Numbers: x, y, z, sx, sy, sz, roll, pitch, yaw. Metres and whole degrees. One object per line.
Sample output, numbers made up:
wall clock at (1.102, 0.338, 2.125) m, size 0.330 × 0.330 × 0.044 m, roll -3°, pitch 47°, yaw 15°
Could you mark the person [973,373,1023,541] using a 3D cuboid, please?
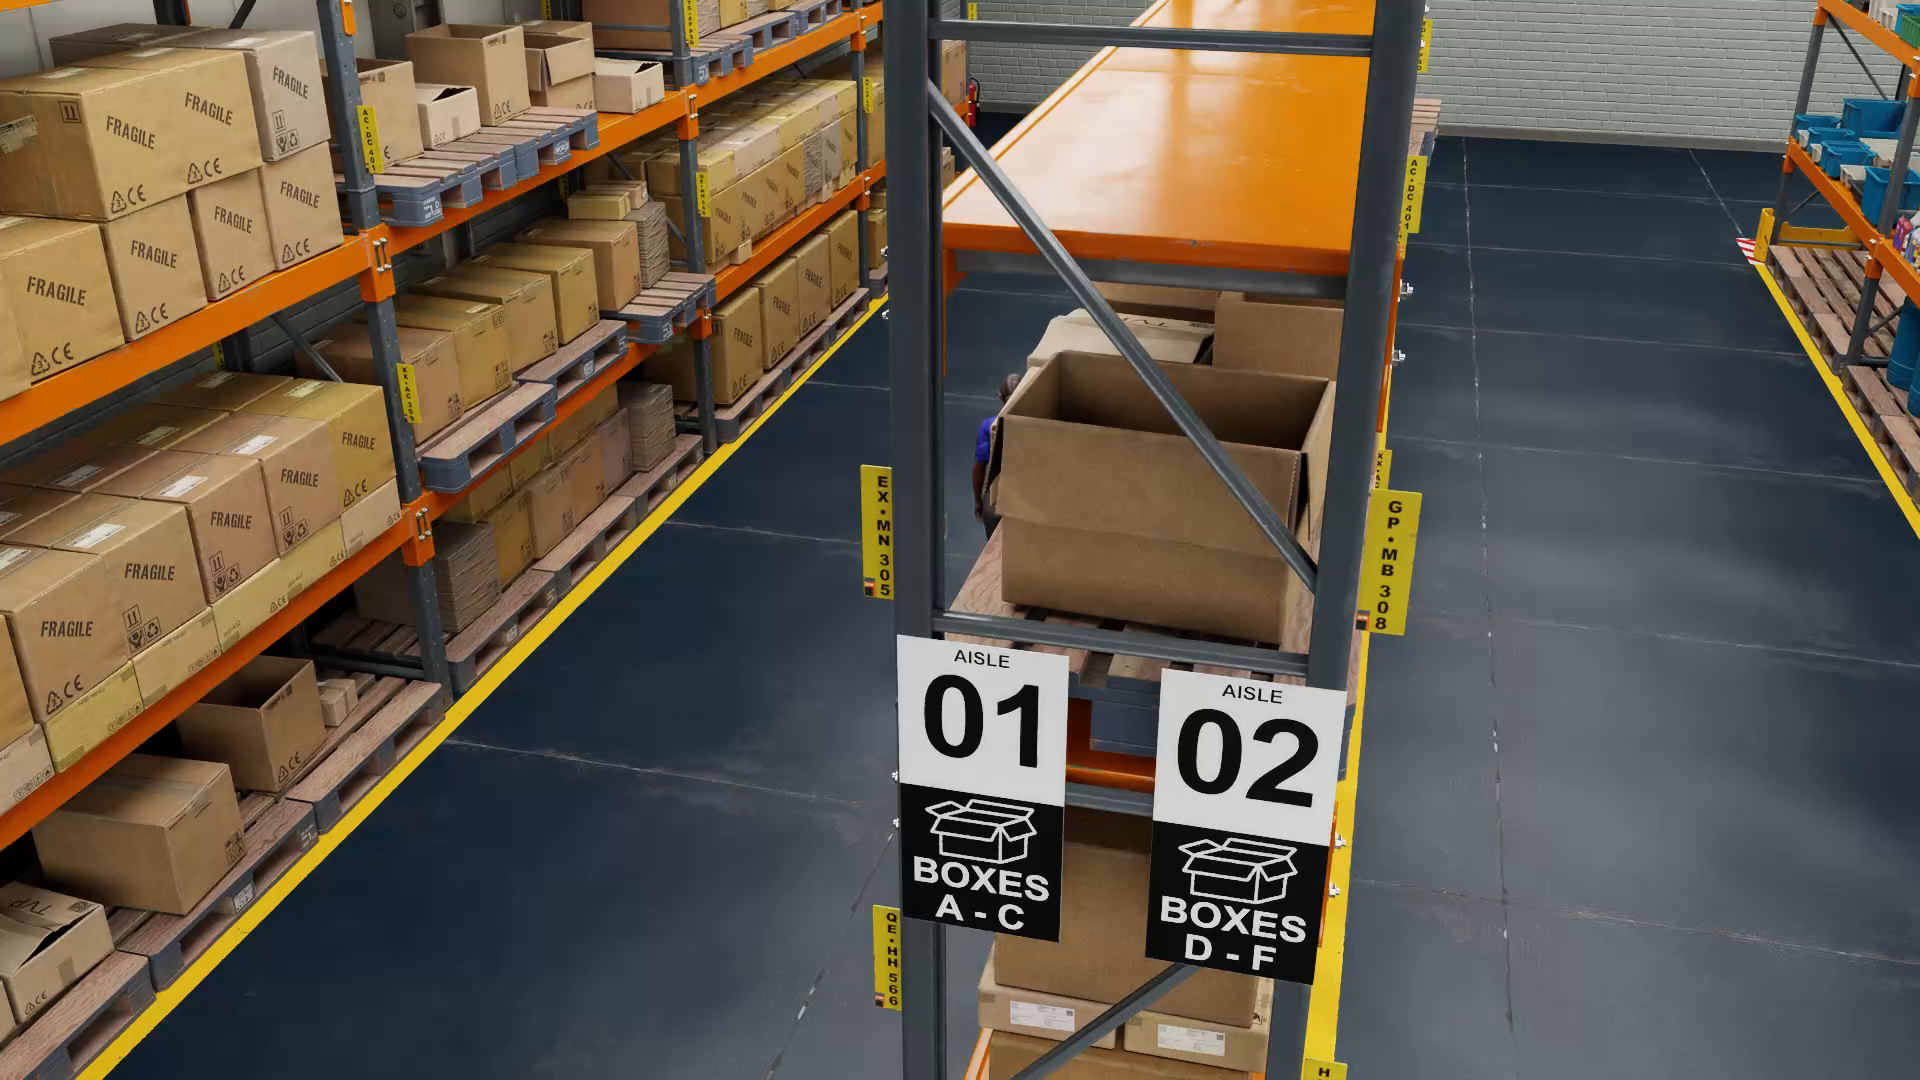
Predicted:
person at (0.340, -0.215, 10.153) m, size 0.516 × 1.654 × 0.392 m, roll 6°, pitch 26°, yaw 13°
